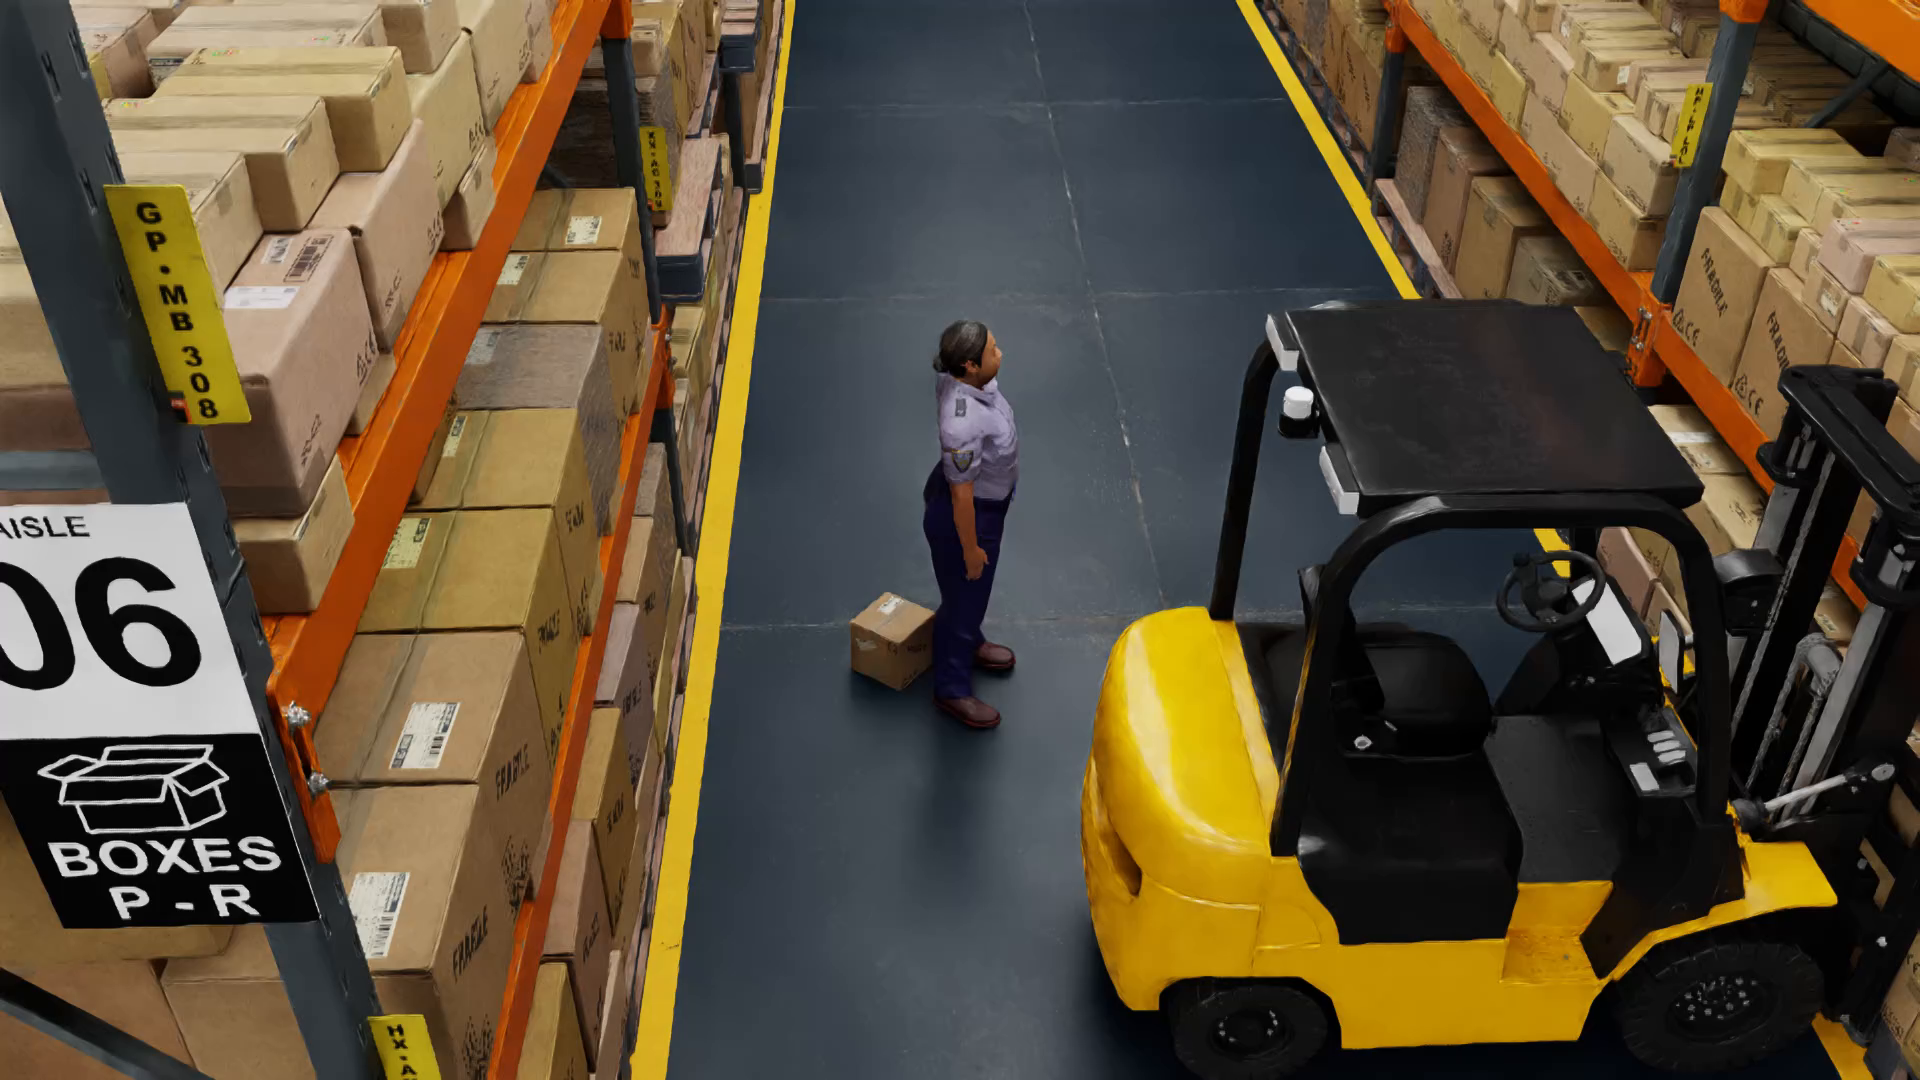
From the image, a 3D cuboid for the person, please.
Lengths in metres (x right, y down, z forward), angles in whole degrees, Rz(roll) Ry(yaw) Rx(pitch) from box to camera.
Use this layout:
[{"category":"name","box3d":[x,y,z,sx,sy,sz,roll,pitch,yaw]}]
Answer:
[{"category":"person","box3d":[0.044,-0.087,6.252,0.363,1.661,0.532,1,35,1]}]
